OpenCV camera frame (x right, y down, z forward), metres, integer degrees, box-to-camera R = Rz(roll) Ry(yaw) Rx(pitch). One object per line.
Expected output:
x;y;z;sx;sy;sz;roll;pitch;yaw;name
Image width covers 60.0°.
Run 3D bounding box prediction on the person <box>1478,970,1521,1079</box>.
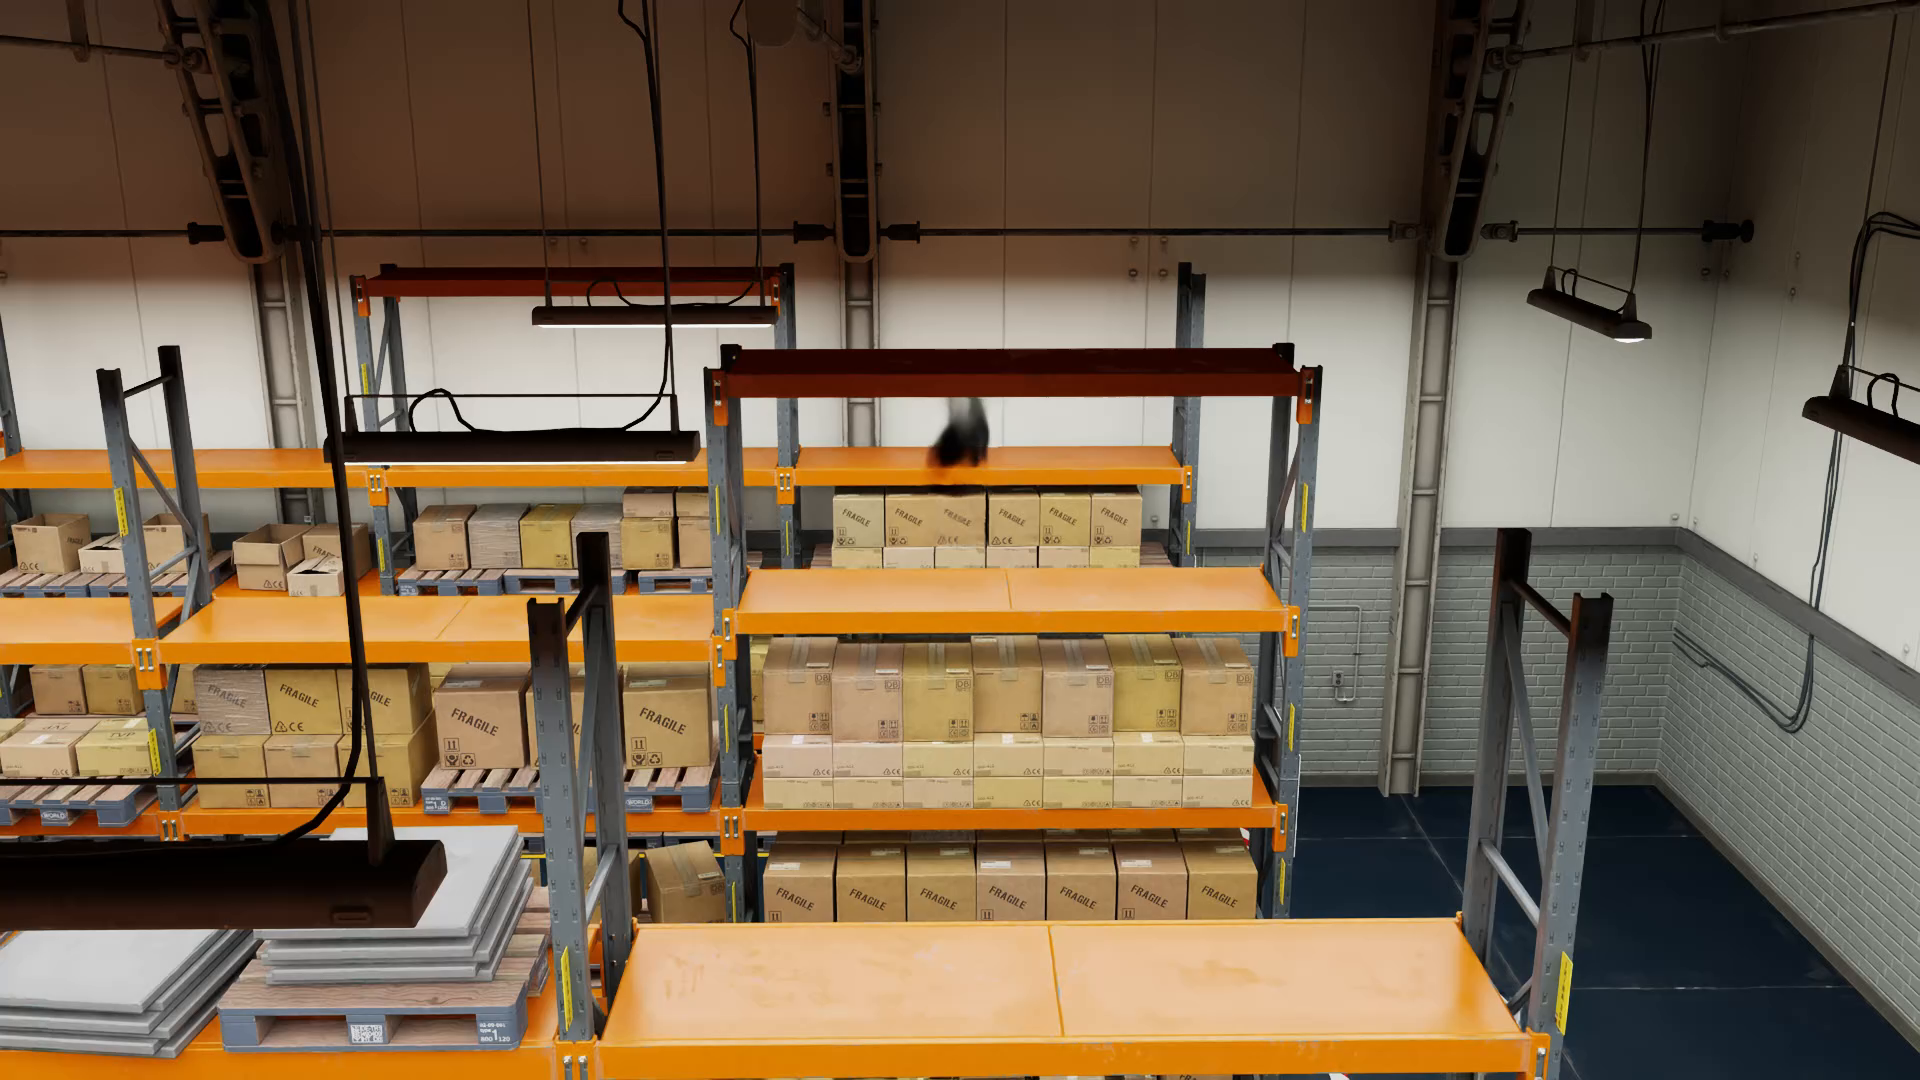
3.843;3.884;12.469;0.822;1.525;0.538;-12;20;-36;person
